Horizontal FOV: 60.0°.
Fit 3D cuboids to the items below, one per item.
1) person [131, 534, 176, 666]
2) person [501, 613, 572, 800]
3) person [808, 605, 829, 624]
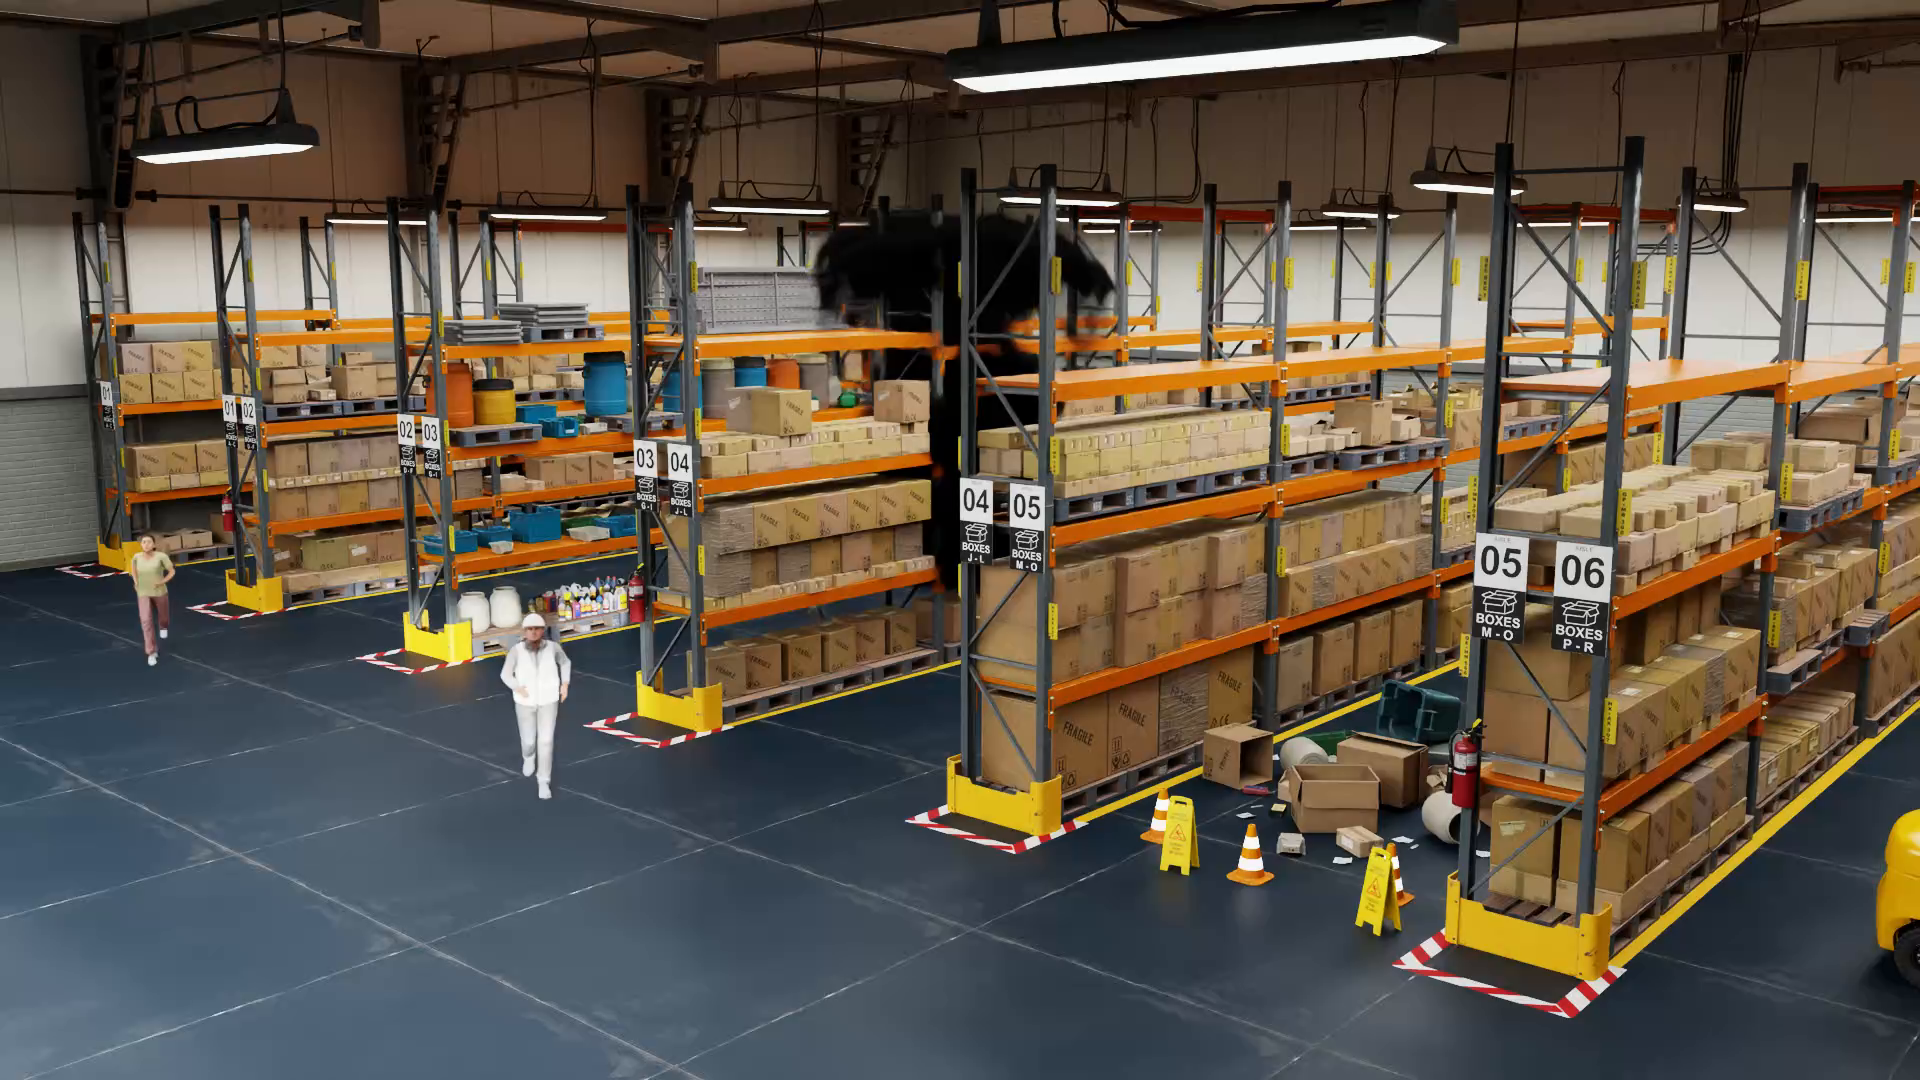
[{"bbox_3d":[-10.632,0.736,21.955,0.548,1.682,1.104,-4,10,-21],"label":"person"},{"bbox_3d":[-4.171,1.590,16.429,0.684,1.784,0.820,-3,10,-15],"label":"person"},{"bbox_3d":[-1.934,0.707,22.507,0.514,1.537,0.653,8,12,39],"label":"person"}]
